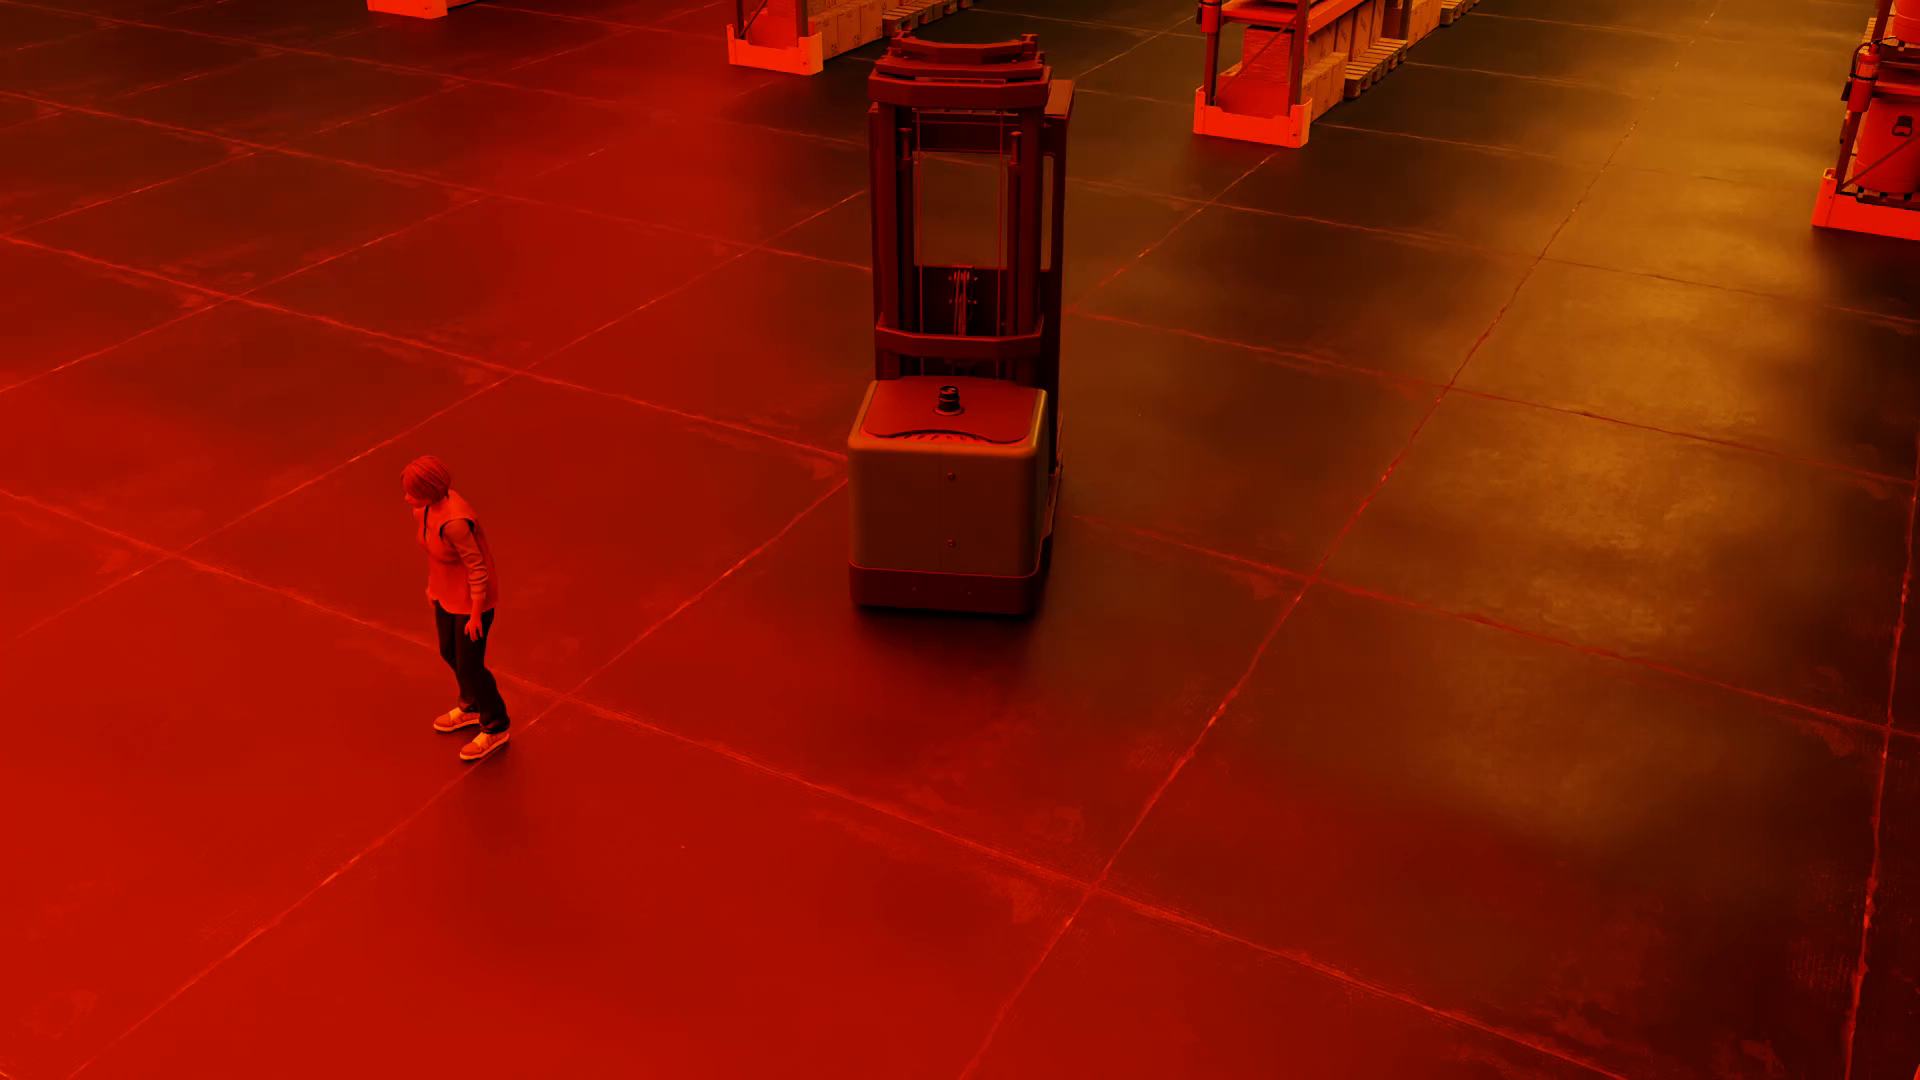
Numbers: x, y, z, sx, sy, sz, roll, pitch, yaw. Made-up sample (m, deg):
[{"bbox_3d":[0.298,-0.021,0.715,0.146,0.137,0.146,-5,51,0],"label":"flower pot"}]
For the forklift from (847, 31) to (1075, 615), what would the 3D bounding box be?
[{"bbox_3d":[0.072,-1.572,9.794,1.130,2.935,3.031,3,30,6],"label":"forklift"}]

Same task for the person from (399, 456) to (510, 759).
[{"bbox_3d":[-2.380,0.296,7.898,0.344,1.593,0.485,-24,37,-35],"label":"person"}]
